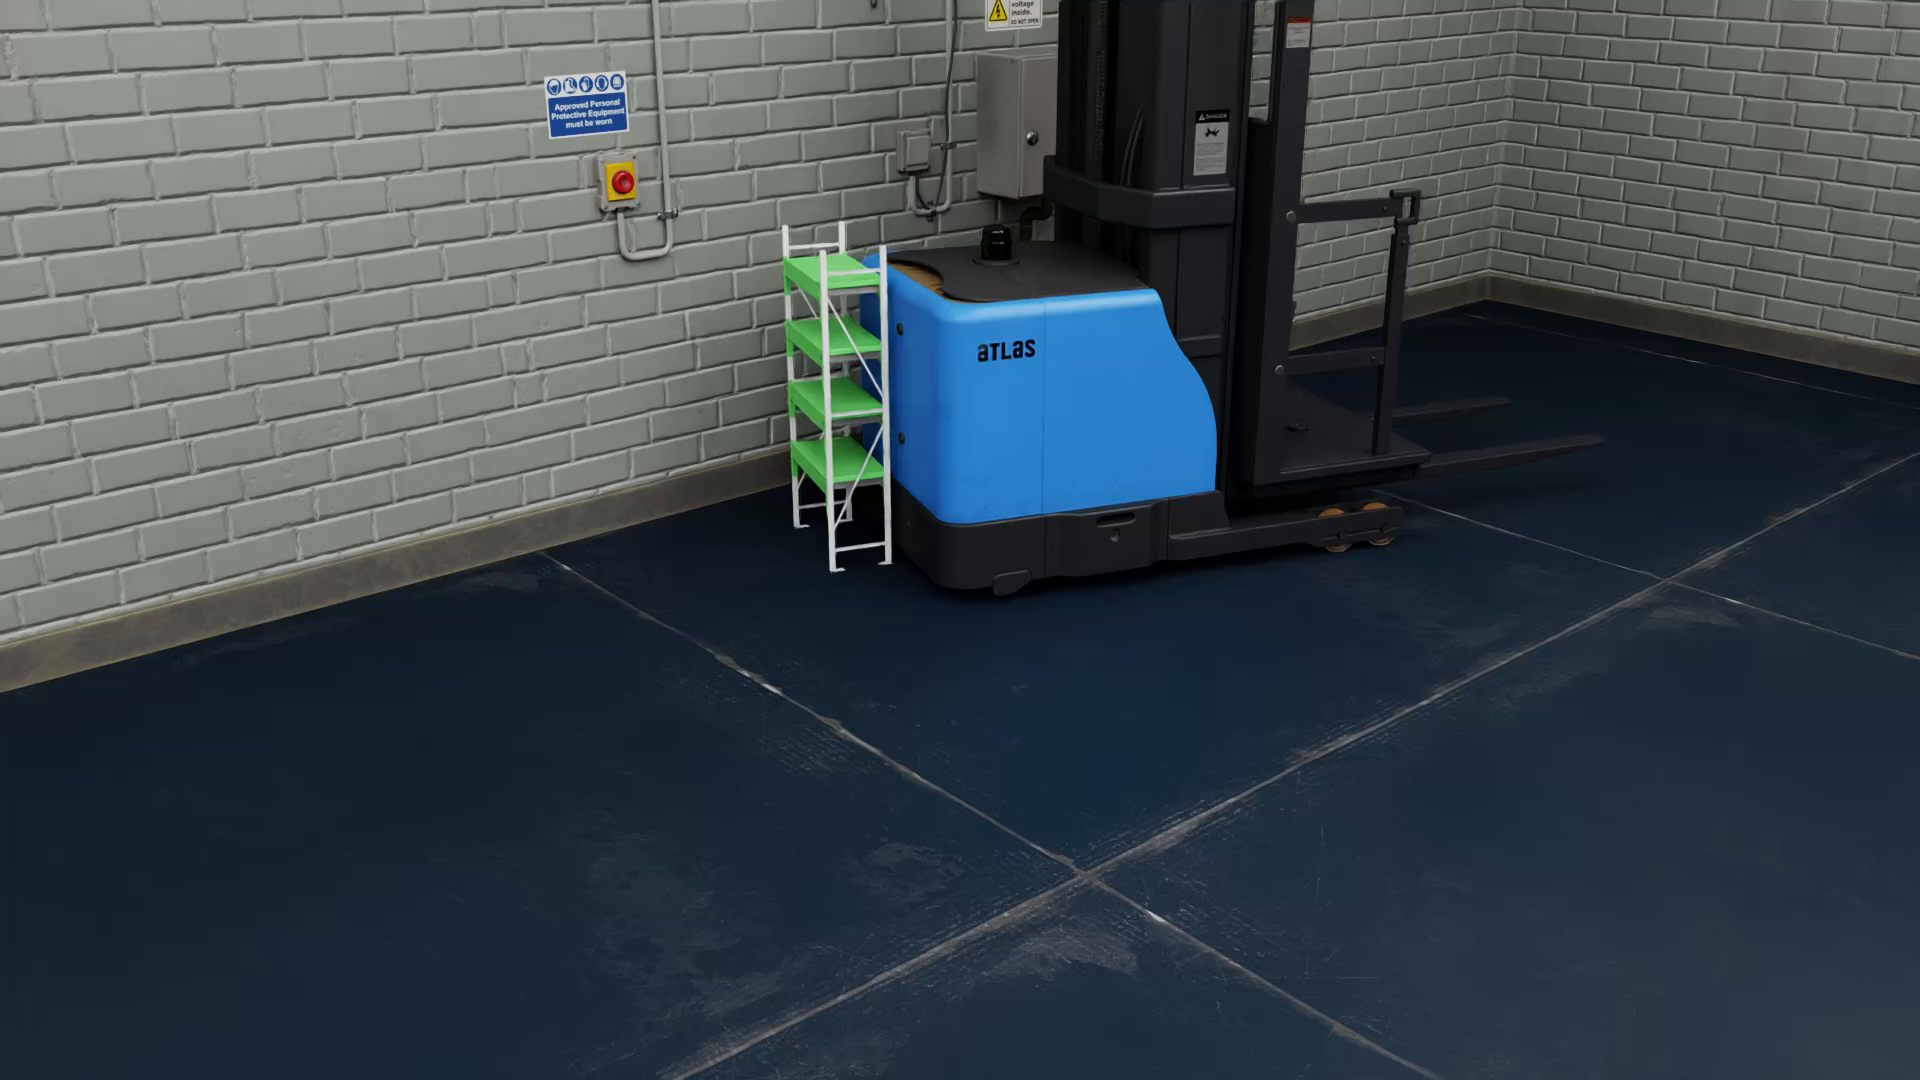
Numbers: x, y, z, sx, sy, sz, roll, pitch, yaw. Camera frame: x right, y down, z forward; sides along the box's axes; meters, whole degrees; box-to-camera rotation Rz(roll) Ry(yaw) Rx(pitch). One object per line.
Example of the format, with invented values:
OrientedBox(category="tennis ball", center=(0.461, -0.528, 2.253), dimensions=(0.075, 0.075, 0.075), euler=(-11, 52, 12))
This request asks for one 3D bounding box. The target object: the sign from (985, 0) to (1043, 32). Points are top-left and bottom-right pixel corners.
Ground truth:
OrientedBox(category="sign", center=(0.235, -2.336, 7.204), dimensions=(0.339, 0.242, 0.001), euler=(-17, 27, -37))

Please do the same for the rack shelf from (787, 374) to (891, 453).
OrientedBox(category="rack shelf", center=(-0.460, -0.480, 6.238), dimensions=(0.258, 0.148, 0.480), euler=(-8, 23, -20))

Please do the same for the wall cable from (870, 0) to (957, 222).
OrientedBox(category="wall cable", center=(-0.208, -2.262, 6.753), dimensions=(0.588, 1.984, 0.122), euler=(-17, 27, -37))

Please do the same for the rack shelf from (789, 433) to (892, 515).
OrientedBox(category="rack shelf", center=(-0.459, -0.256, 6.326), dimensions=(0.258, 0.148, 0.480), euler=(-8, 23, -20))

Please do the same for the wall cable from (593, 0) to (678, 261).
OrientedBox(category="wall cable", center=(-1.274, -1.936, 5.877), dimensions=(0.585, 1.953, 0.123), euler=(-17, 27, -37))

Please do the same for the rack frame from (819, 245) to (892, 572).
OrientedBox(category="rack frame", center=(-0.372, -0.456, 6.003), dimensions=(0.240, 1.200, 0.015), euler=(-8, 23, -20))

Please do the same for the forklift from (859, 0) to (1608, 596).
OrientedBox(category="forklift", center=(1.172, -1.487, 6.262), dimensions=(3.031, 2.935, 1.130), euler=(-8, 23, -20))

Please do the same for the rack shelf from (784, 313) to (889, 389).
OrientedBox(category="rack shelf", center=(-0.460, -0.703, 6.151), dimensions=(0.258, 0.148, 0.480), euler=(-8, 23, -20))

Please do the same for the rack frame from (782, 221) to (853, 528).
OrientedBox(category="rack frame", center=(-0.547, -0.622, 6.427), dimensions=(0.240, 1.200, 0.015), euler=(-8, 23, -20))

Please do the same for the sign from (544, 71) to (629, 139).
OrientedBox(category="sign", center=(-1.351, -1.579, 6.033), dimensions=(0.327, 0.218, 0.001), euler=(-17, 27, -37))

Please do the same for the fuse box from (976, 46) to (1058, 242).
OrientedBox(category="fuse box", center=(0.412, -1.308, 7.477), dimensions=(0.539, 1.711, 0.414), euler=(-17, 27, -37))

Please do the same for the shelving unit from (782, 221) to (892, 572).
OrientedBox(category="shelving unit", center=(-0.460, -0.539, 6.215), dimensions=(0.258, 1.200, 0.503), euler=(-8, 23, -20))

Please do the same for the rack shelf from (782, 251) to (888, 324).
OrientedBox(category="rack shelf", center=(-0.460, -0.927, 6.063), dimensions=(0.258, 0.148, 0.480), euler=(-8, 23, -20))
